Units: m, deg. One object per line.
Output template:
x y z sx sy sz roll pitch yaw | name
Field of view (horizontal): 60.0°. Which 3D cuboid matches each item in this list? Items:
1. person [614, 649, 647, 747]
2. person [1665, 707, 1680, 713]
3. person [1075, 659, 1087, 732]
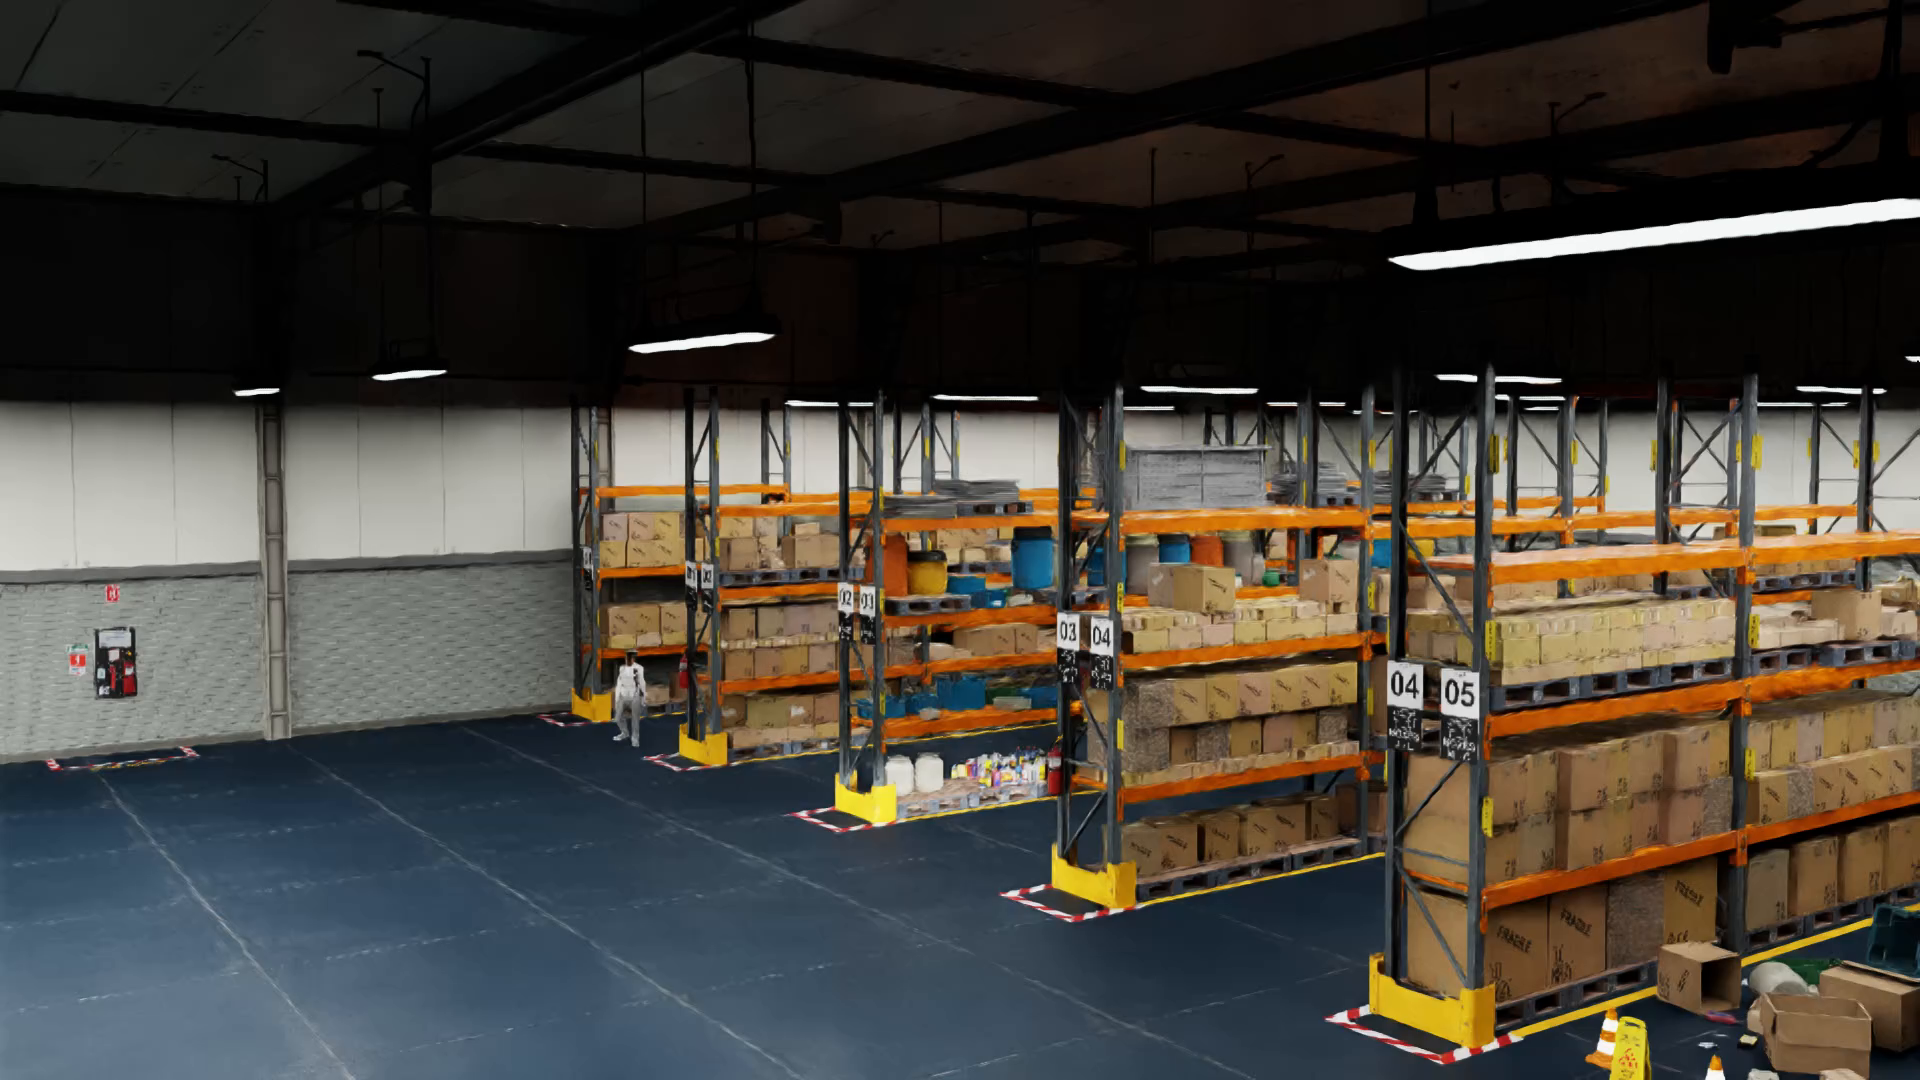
-5.609 2.646 28.112 0.662 1.662 0.501 1 4 14 | person
9.582 2.984 22.331 1.106 1.641 0.544 -3 4 -37 | person
2.061 2.506 29.388 0.517 1.779 0.634 2 4 32 | person
